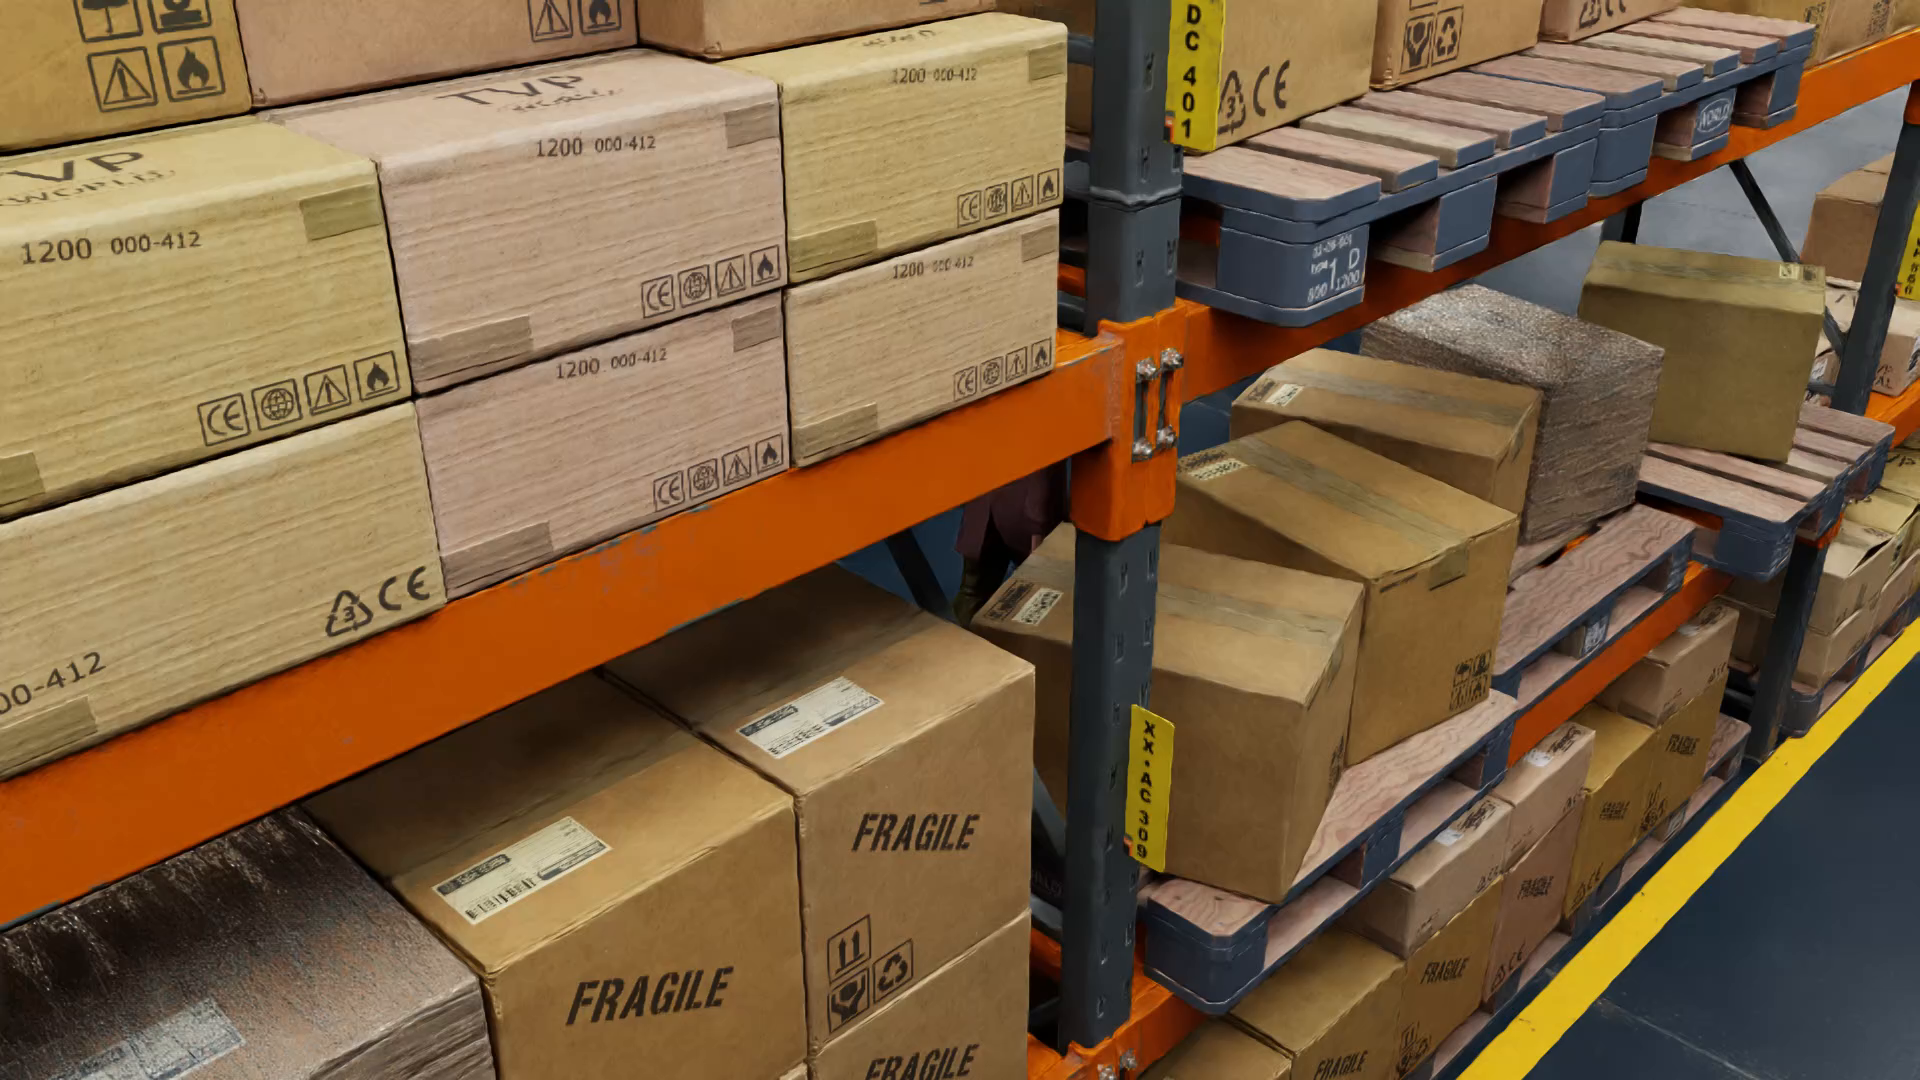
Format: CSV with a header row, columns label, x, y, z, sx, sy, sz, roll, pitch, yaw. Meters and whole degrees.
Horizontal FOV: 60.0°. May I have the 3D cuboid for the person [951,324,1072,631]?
label,x,y,z,sx,sy,sz,roll,pitch,yaw
person,0.282,-0.182,6.479,1.029,1.724,0.624,-23,35,-38
